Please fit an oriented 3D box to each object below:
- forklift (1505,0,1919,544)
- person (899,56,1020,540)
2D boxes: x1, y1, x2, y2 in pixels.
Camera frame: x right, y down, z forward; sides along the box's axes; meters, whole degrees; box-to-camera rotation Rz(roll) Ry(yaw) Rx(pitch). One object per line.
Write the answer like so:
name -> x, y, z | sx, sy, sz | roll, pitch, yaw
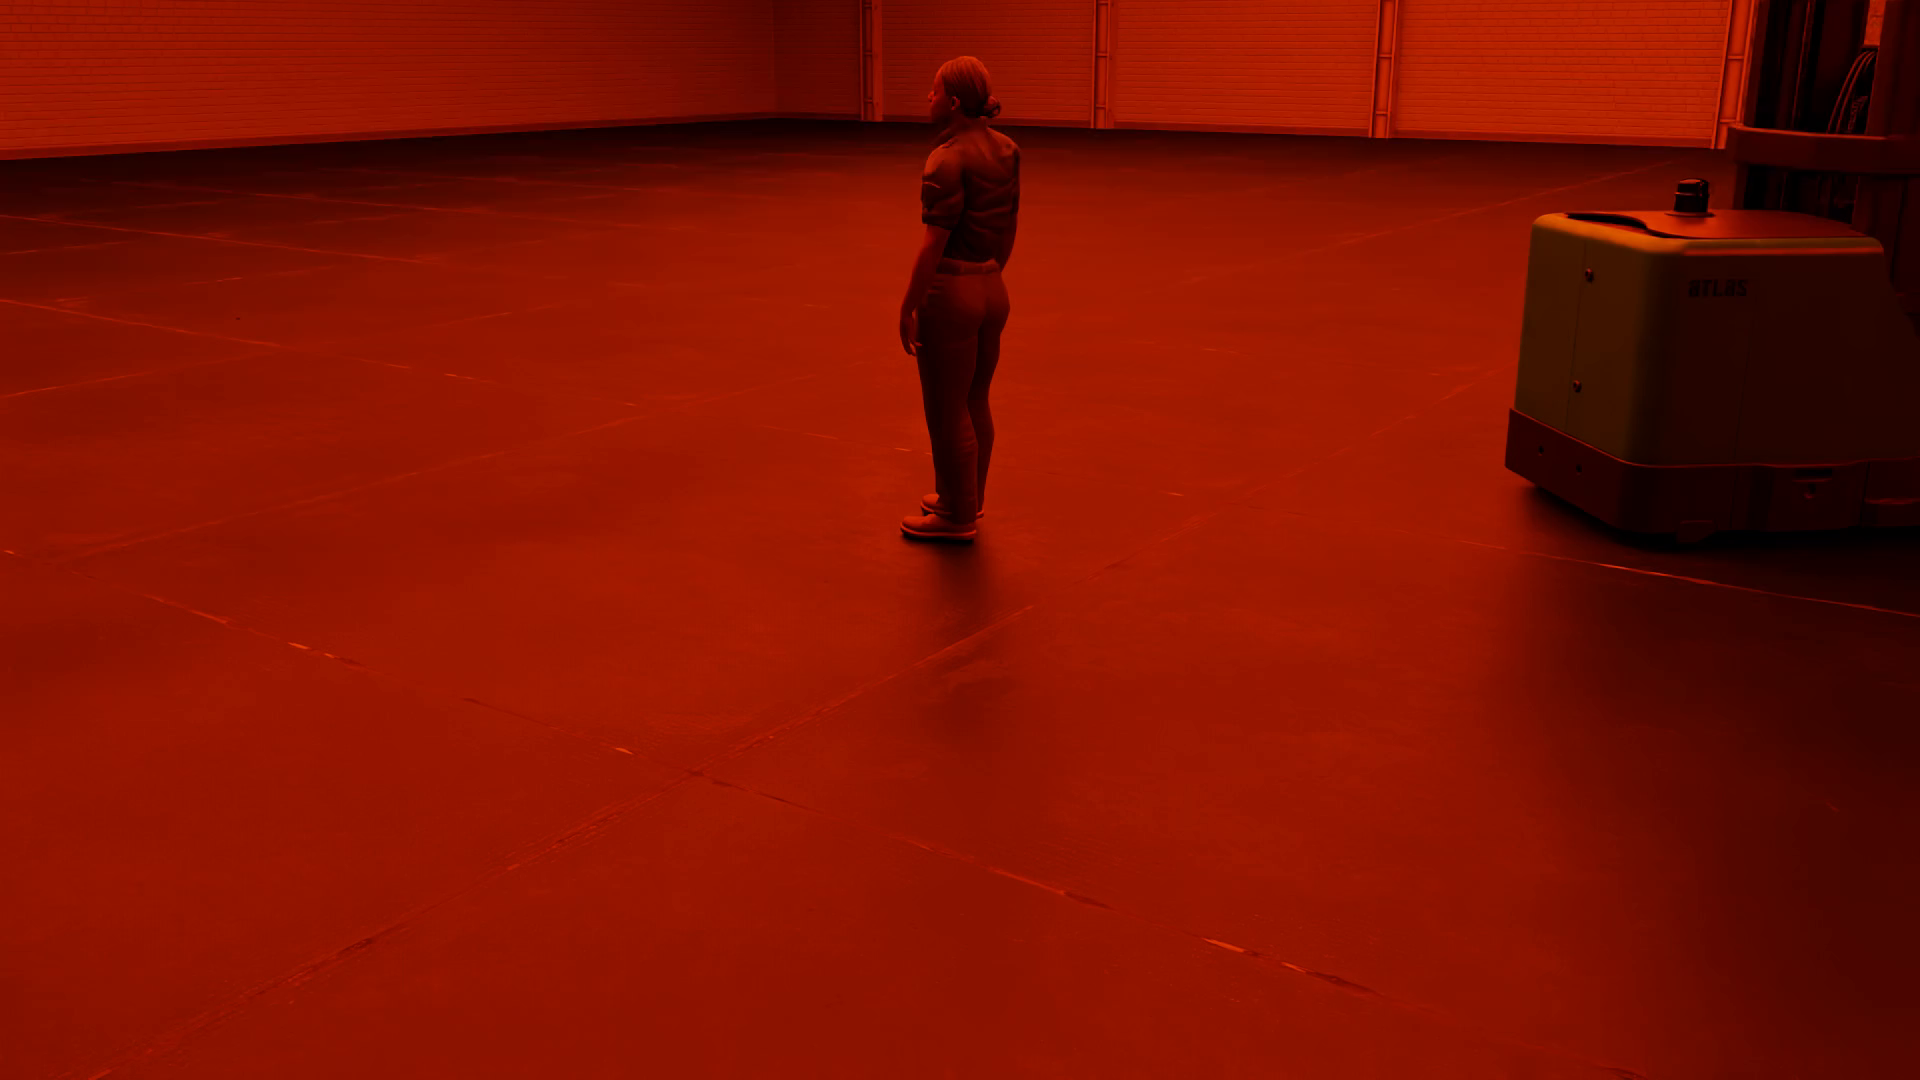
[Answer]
forklift -> 3.744, -1.557, 6.041 | 3.031, 2.935, 1.130 | -2, 17, -7
person -> -0.061, -0.819, 5.773 | 0.503, 1.656, 0.569 | 11, 20, 33
